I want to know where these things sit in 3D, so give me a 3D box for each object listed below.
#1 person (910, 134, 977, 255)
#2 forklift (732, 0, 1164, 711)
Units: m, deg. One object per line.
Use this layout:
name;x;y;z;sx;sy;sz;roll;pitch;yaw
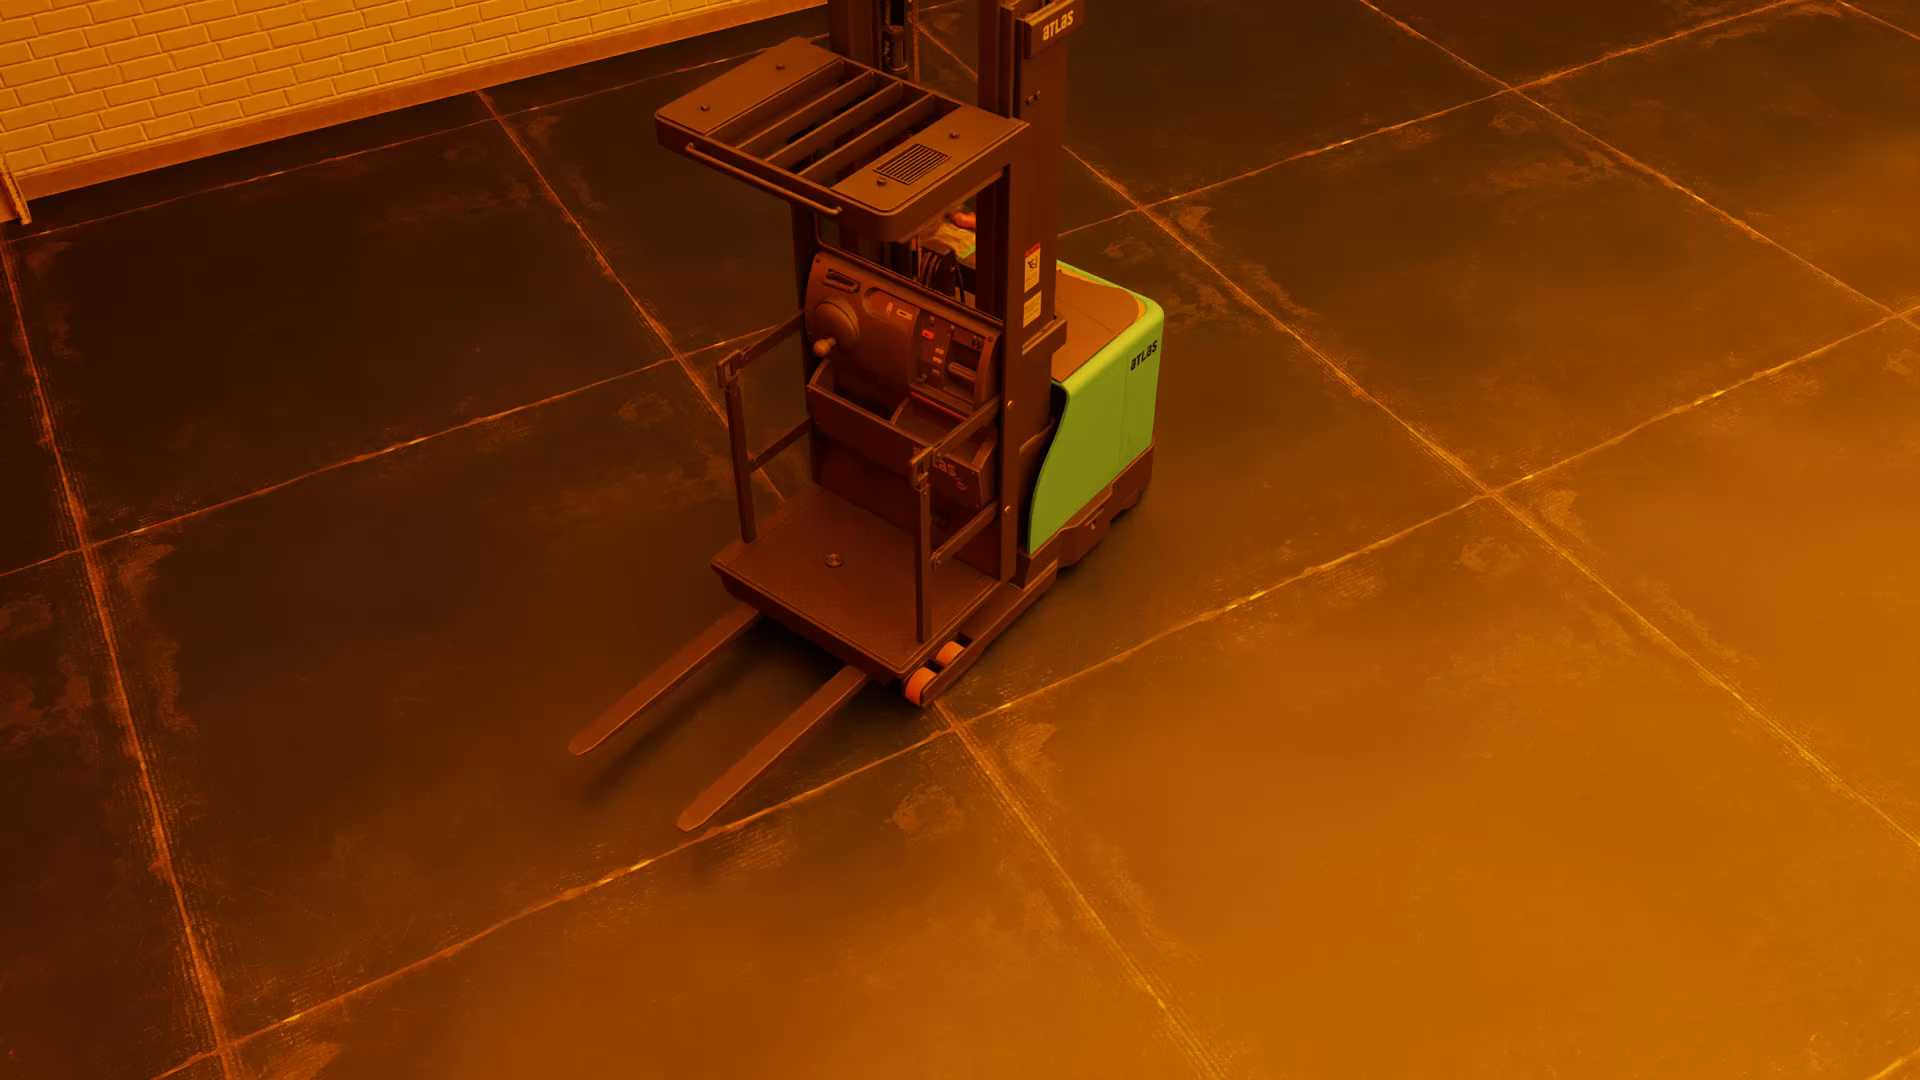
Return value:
person;0.091;-1.603;8.612;0.846;1.436;0.686;-6;43;-6
forklift;-0.375;-0.749;6.505;1.130;2.935;3.031;28;50;27
